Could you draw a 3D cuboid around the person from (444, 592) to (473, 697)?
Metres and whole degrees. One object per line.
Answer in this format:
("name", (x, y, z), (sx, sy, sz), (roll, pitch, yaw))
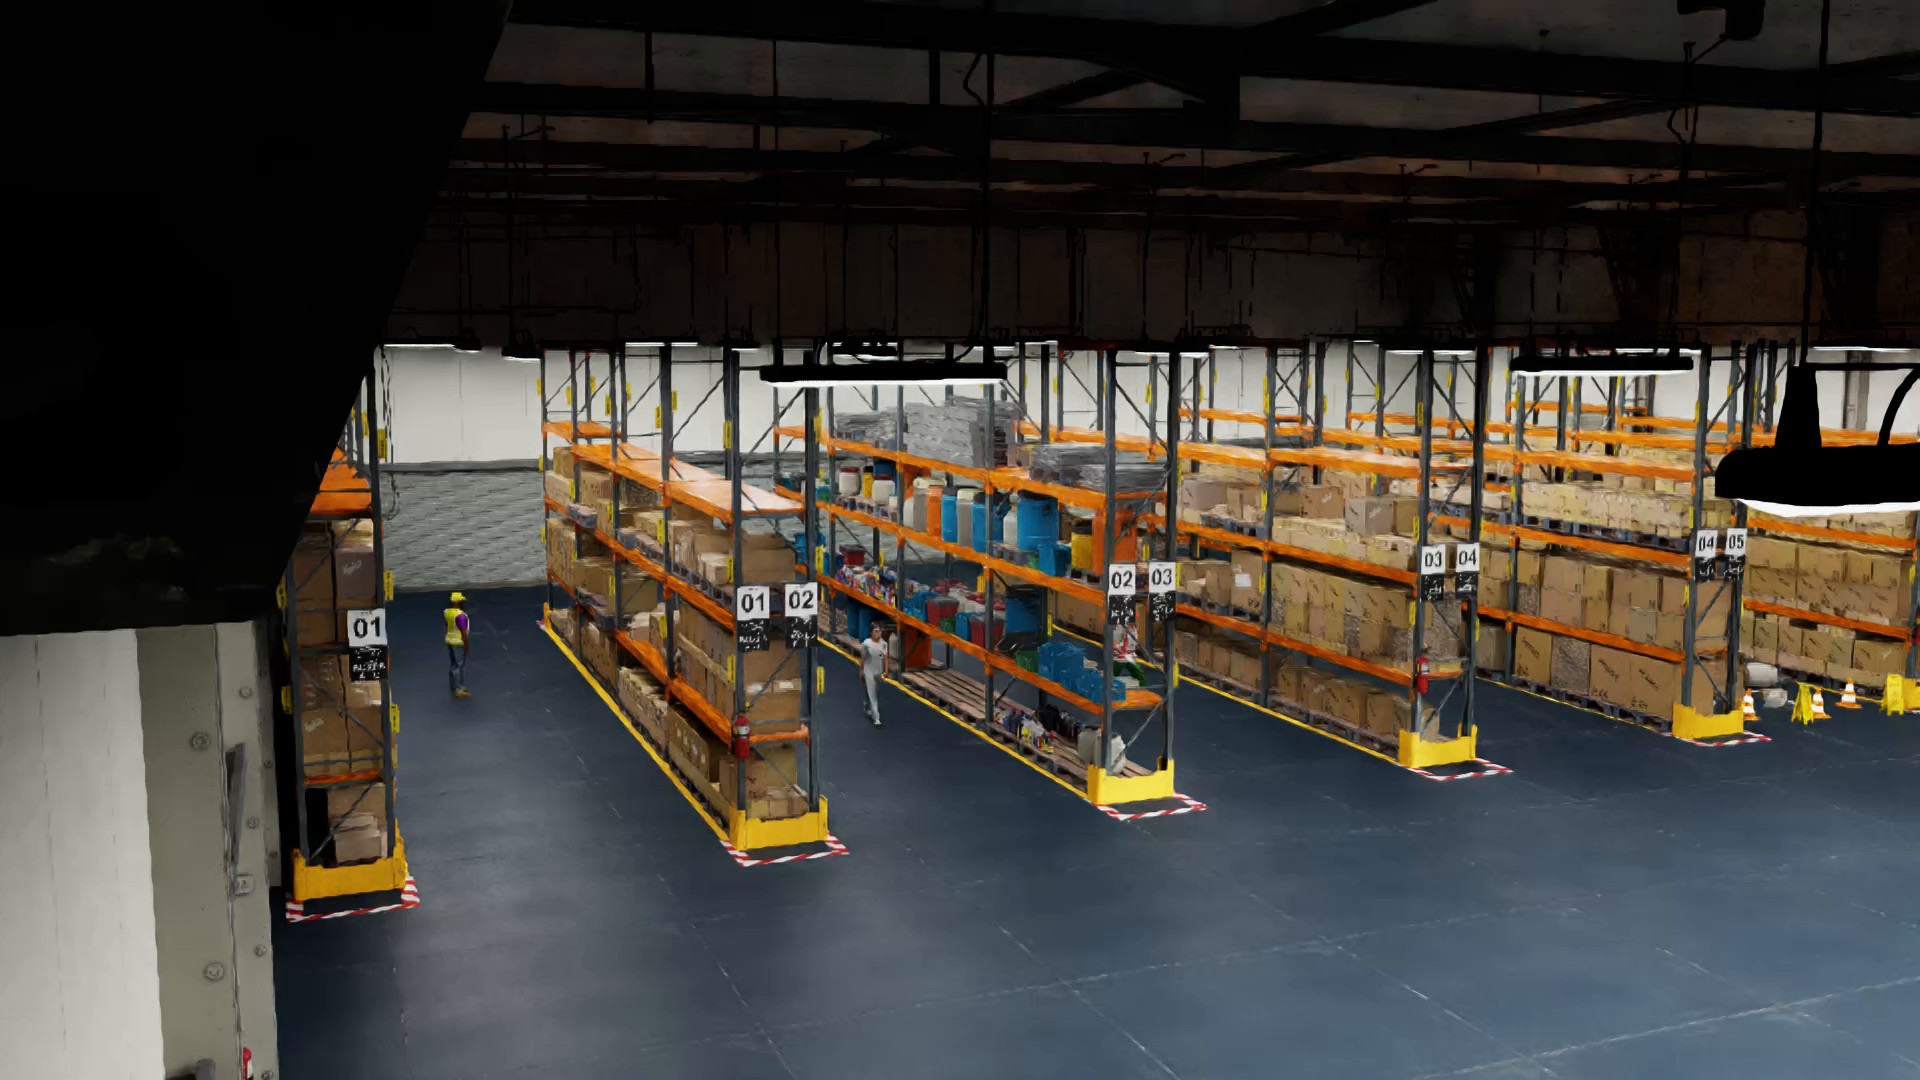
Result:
("person", (-8.528, 1.759, 28.311), (0.405, 1.769, 0.664), (-7, 10, -45))

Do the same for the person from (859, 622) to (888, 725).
("person", (-1.346, 2.092, 26.469), (0.445, 1.590, 1.098), (-3, 8, -24))

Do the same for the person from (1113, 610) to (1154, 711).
("person", (2.694, 1.942, 27.177), (0.686, 1.716, 0.835), (-6, 9, -37))
